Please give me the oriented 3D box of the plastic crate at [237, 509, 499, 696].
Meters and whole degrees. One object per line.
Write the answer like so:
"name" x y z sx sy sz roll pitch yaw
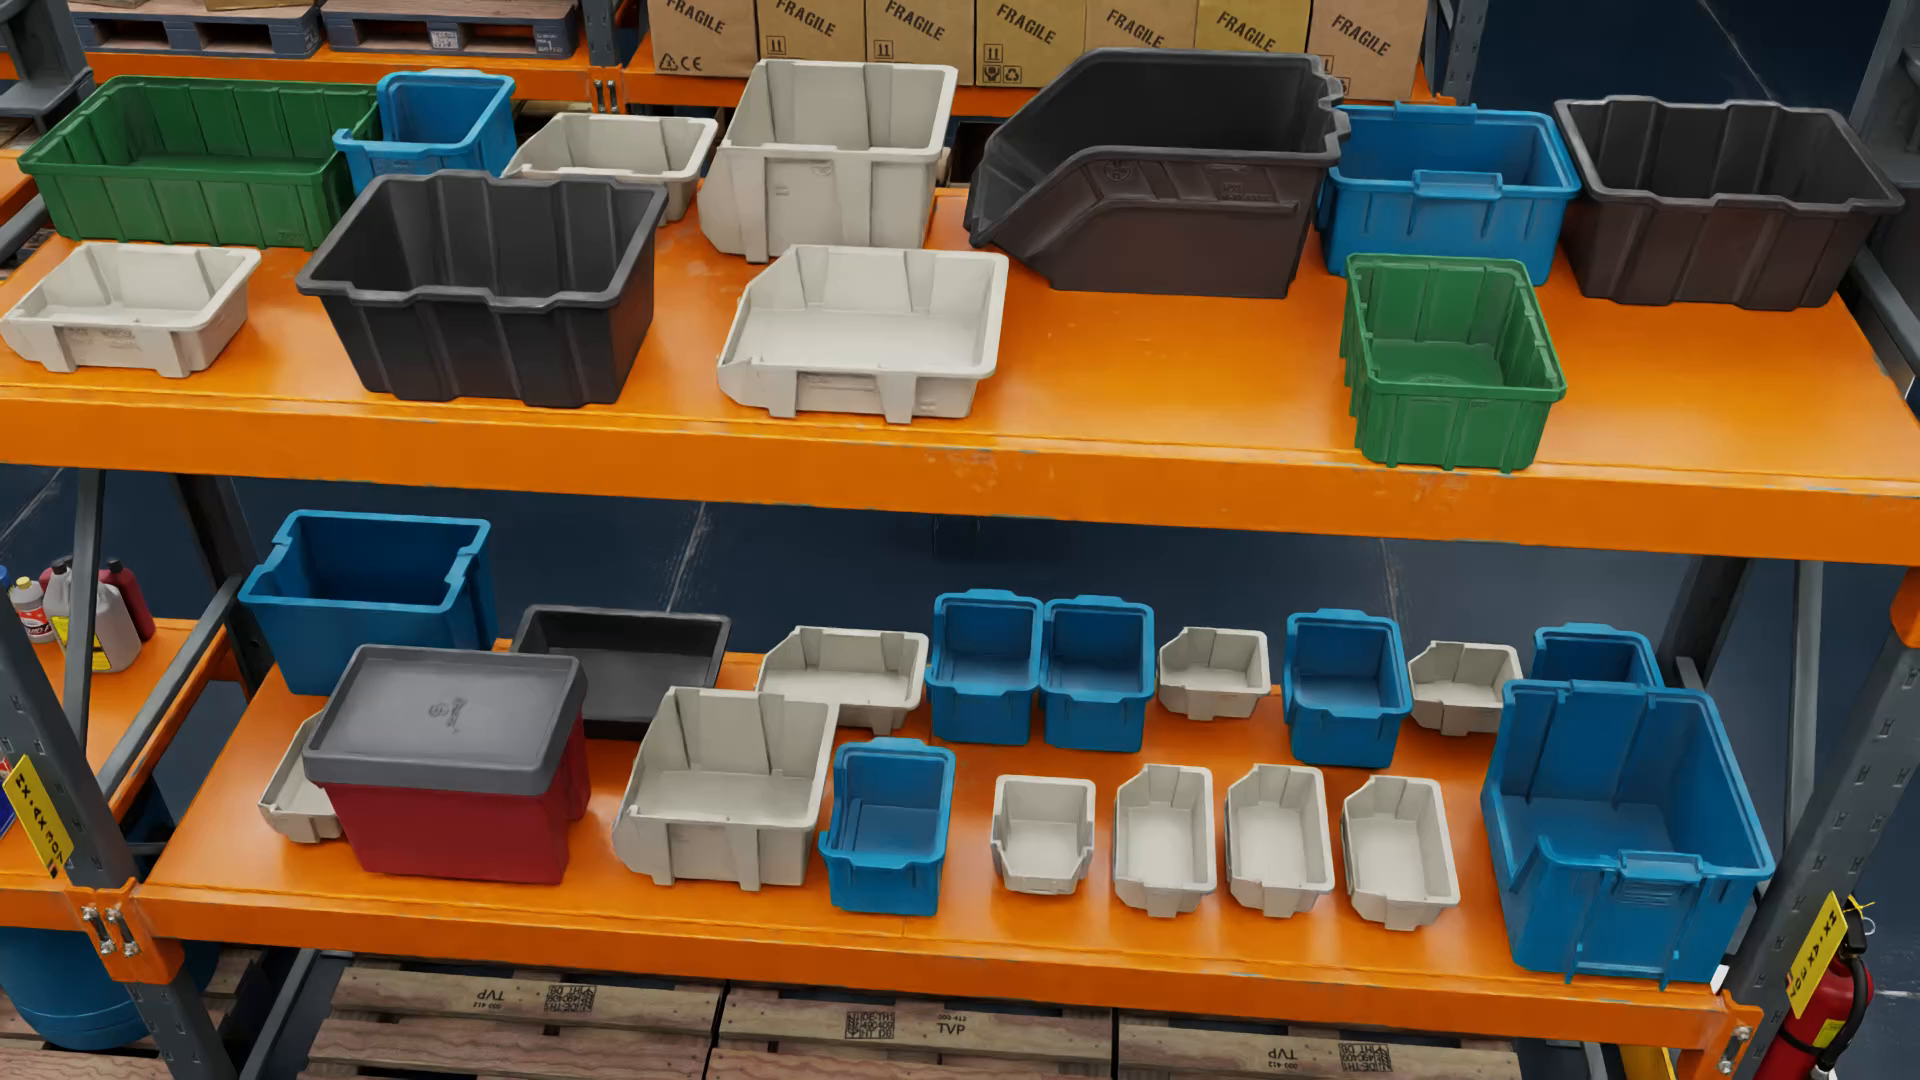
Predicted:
"plastic crate" -1.594 0.200 4.593 0.575 0.384 0.392 3 39 4

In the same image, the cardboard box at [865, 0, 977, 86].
"cardboard box" -0.165 -2.494 7.858 0.500 0.500 0.500 3 39 4

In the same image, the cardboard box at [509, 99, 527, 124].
"cardboard box" -2.651 -2.111 9.099 0.500 0.500 0.500 4 39 4

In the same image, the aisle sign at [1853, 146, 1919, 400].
"aisle sign" 1.994 -0.567 3.511 0.004 0.787 0.394 3 39 4

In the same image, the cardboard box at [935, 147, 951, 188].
"cardboard box" -0.318 -1.943 9.042 0.500 0.311 0.500 3 39 4

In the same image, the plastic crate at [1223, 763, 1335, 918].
"plastic crate" 0.781 0.748 4.116 0.243 0.136 0.396 3 39 4

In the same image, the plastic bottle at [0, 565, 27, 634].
"plastic bottle" -2.764 0.161 4.778 0.097 0.271 0.097 0 39 0

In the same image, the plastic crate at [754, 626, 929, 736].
"plastic crate" -0.328 0.391 4.554 0.466 0.136 0.293 3 39 4

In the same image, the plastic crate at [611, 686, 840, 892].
"plastic crate" -0.583 0.628 4.148 0.530 0.282 0.437 3 39 4

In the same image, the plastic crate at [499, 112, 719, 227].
"plastic crate" -0.789 -0.825 3.720 0.466 0.136 0.293 3 39 4

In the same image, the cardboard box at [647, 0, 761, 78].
"cardboard box" -1.173 -2.548 7.925 0.500 0.500 0.500 4 39 5

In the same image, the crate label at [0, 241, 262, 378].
"crate label" -1.626 -0.446 3.255 0.466 0.136 0.293 3 39 4

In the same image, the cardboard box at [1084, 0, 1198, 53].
"cardboard box" 0.844 -2.439 7.791 0.500 0.500 0.500 3 39 4

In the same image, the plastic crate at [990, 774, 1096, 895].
"plastic crate" 0.205 0.744 4.121 0.250 0.136 0.298 3 39 4

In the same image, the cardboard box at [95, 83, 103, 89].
"cardboard box" -4.634 -2.515 9.001 0.500 0.250 0.500 5 39 6

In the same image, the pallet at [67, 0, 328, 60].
"pallet" -3.705 -2.749 8.403 1.213 0.211 1.003 3 39 4

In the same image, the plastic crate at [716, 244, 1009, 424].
"plastic crate" -0.184 -0.393 3.190 0.530 0.136 0.437 3 39 4

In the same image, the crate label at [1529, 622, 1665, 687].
"crate label" 1.679 0.446 4.411 0.303 0.233 0.416 3 39 4

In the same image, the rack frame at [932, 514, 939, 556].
"rack frame" -0.106 -0.471 6.878 0.006 1.200 0.240 3 39 4

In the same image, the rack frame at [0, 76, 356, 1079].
"rack frame" -2.089 0.407 4.374 0.127 3.000 1.000 3 39 4

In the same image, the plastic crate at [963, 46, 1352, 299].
"plastic crate" 0.398 -0.771 3.494 0.767 0.338 0.504 3 39 4

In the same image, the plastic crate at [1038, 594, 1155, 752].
"plastic crate" 0.367 0.374 4.500 0.300 0.233 0.416 3 39 4

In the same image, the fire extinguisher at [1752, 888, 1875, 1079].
"fire extinguisher" 2.008 1.093 3.888 0.183 0.674 0.296 3 39 4

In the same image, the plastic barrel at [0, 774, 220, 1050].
"plastic barrel" -2.629 1.017 4.954 0.708 0.901 0.600 3 39 4

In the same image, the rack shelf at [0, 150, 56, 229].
"rack shelf" -4.081 -0.587 3.788 4.000 0.370 1.077 3 39 4

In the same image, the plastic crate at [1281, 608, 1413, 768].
"plastic crate" 1.023 0.410 4.455 0.300 0.233 0.416 3 39 4

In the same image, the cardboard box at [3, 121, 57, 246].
"cardboard box" -4.692 -1.898 8.837 0.500 0.500 0.500 2 39 2

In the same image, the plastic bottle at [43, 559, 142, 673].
"plastic bottle" -2.452 0.201 4.667 0.185 0.351 0.144 3 39 4

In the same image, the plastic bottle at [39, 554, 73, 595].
"plastic bottle" -2.550 0.156 4.774 0.133 0.283 0.061 3 39 4

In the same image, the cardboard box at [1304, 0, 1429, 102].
"cardboard box" 1.858 -2.383 7.722 0.500 0.500 0.500 4 39 5

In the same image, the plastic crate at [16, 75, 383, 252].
"plastic crate" -1.640 -0.842 3.699 0.662 0.188 0.450 3 39 4

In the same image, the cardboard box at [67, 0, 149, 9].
"cardboard box" -4.111 -2.995 8.141 0.500 0.500 0.700 10 40 12

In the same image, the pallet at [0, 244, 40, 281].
"pallet" -4.902 -1.780 9.270 1.213 0.211 1.003 3 39 4

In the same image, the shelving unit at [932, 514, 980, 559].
"shelving unit" -0.014 -0.466 6.872 0.189 1.200 0.258 3 39 4

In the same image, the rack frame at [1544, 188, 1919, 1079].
"rack frame" 1.896 0.624 4.107 0.127 3.000 1.000 3 39 4

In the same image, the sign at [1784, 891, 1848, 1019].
"sign" 1.865 0.908 3.629 0.005 0.325 0.100 3 39 4

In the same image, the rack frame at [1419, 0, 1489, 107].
"rack frame" 2.328 -2.491 7.934 0.127 3.000 1.000 3 39 4

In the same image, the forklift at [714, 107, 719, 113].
"forklift" -1.294 -4.563 10.534 1.130 2.935 3.031 -9 40 -10

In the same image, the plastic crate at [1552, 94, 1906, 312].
"plastic crate" 1.537 -0.684 3.442 0.590 0.269 0.497 3 39 4

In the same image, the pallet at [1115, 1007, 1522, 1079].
"pallet" 1.078 1.637 5.072 1.213 0.211 1.003 3 39 4

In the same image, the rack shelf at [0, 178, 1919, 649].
"rack shelf" -0.096 -0.369 3.521 4.000 0.370 1.077 3 39 4

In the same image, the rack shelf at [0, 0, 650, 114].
"rack shelf" -3.650 -2.538 8.562 4.000 0.370 1.077 3 39 4

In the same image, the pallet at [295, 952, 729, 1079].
"pallet" -1.353 1.504 5.235 1.213 0.211 1.003 3 39 4
